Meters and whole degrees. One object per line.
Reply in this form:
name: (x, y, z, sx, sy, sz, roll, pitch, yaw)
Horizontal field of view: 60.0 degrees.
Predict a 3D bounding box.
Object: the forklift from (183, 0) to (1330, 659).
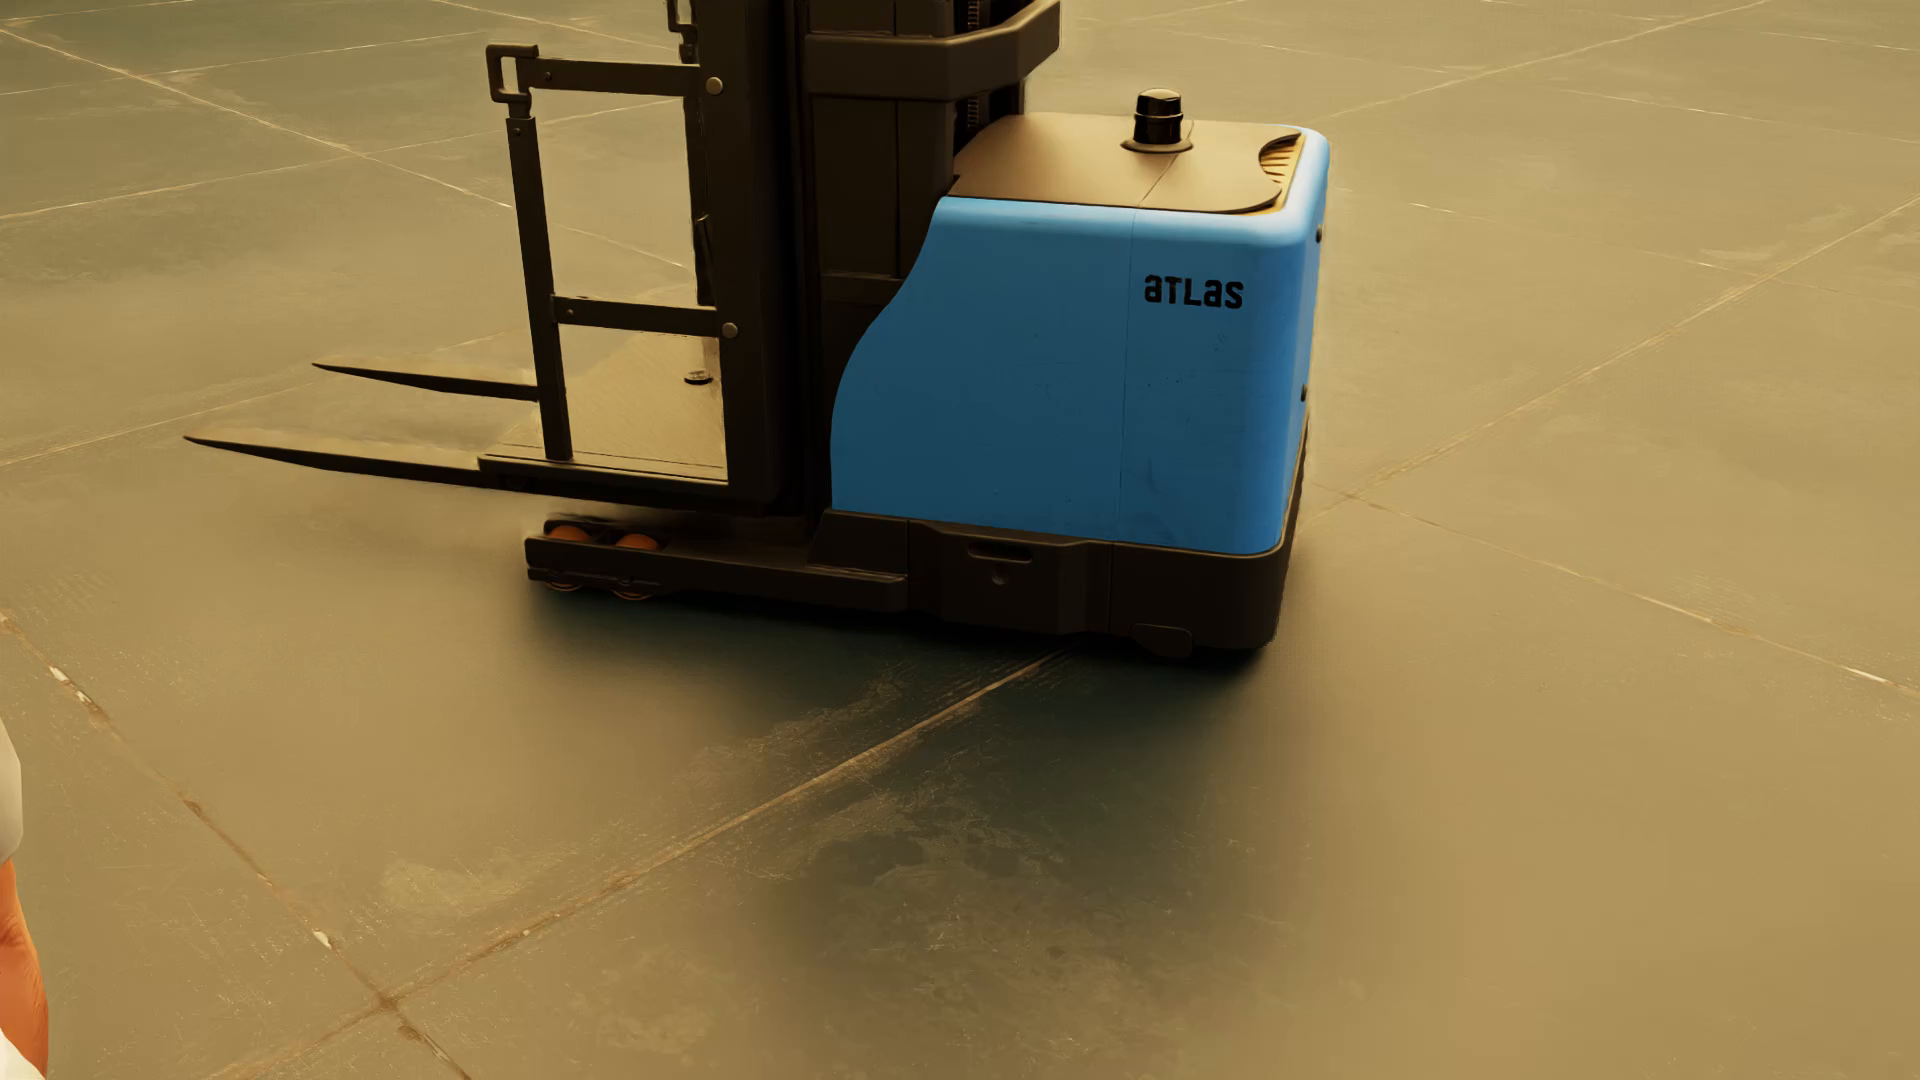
forklift: (-0.616, -1.378, 4.023, 3.031, 2.935, 1.130, 7, 27, 13)
